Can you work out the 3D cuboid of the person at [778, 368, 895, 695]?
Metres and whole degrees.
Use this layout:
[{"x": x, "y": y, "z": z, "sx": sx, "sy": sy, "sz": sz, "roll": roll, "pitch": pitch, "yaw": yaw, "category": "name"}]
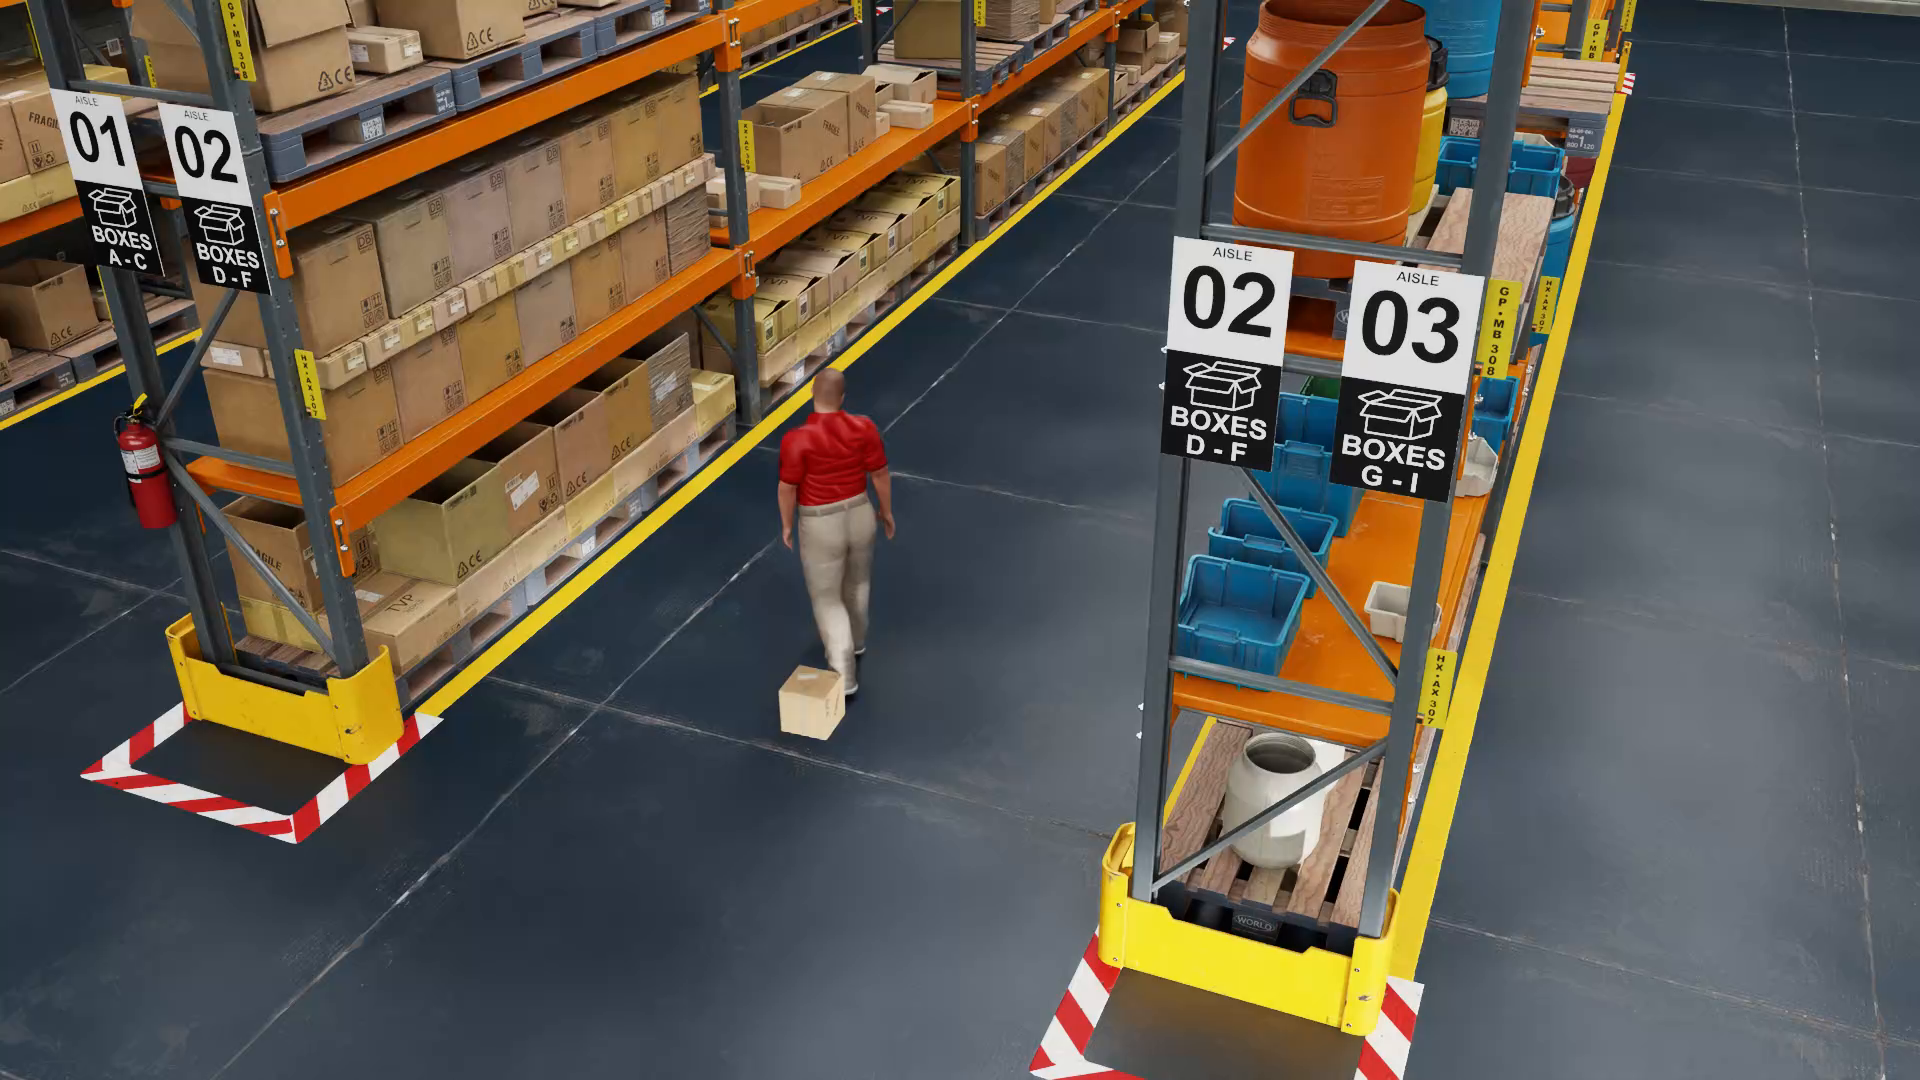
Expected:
[{"x": -0.640, "y": -0.088, "z": 8.531, "sx": 0.627, "sy": 1.712, "sz": 0.646, "roll": -18, "pitch": 34, "yaw": -28, "category": "person"}]
